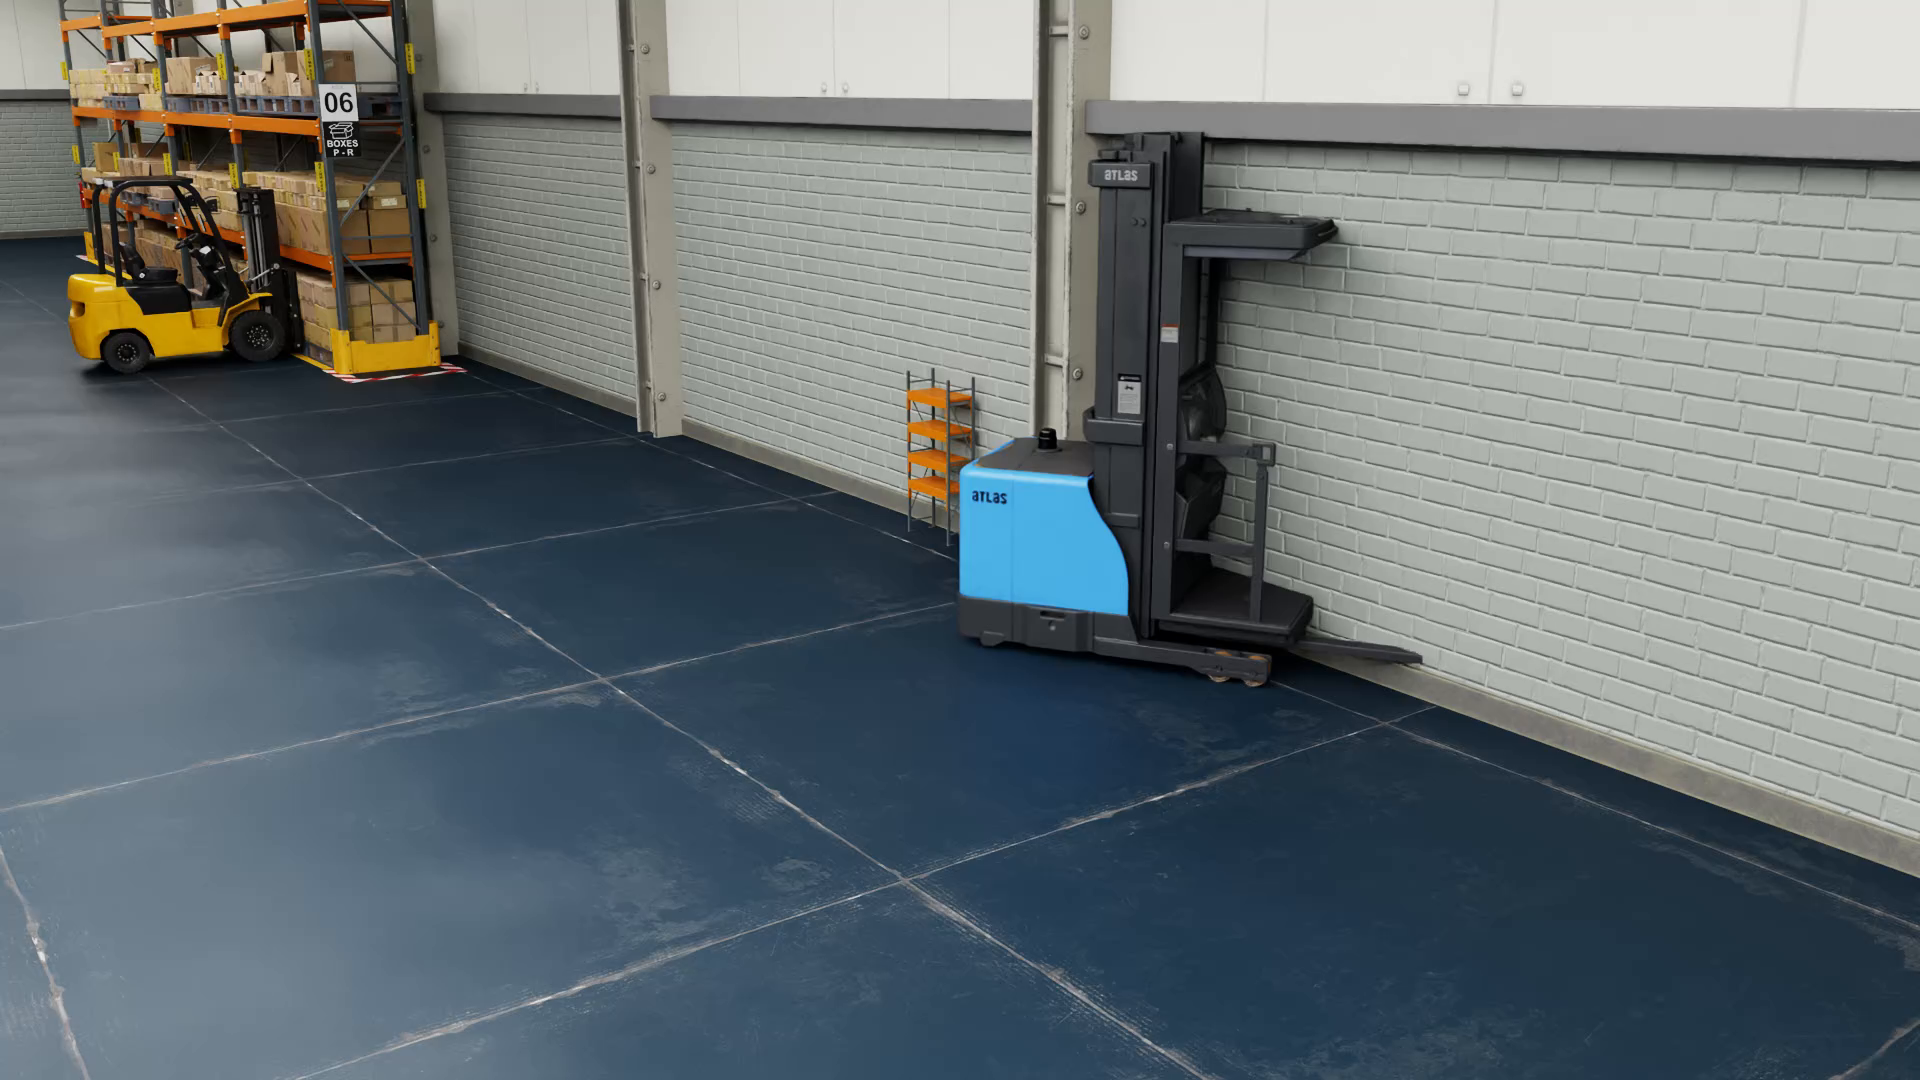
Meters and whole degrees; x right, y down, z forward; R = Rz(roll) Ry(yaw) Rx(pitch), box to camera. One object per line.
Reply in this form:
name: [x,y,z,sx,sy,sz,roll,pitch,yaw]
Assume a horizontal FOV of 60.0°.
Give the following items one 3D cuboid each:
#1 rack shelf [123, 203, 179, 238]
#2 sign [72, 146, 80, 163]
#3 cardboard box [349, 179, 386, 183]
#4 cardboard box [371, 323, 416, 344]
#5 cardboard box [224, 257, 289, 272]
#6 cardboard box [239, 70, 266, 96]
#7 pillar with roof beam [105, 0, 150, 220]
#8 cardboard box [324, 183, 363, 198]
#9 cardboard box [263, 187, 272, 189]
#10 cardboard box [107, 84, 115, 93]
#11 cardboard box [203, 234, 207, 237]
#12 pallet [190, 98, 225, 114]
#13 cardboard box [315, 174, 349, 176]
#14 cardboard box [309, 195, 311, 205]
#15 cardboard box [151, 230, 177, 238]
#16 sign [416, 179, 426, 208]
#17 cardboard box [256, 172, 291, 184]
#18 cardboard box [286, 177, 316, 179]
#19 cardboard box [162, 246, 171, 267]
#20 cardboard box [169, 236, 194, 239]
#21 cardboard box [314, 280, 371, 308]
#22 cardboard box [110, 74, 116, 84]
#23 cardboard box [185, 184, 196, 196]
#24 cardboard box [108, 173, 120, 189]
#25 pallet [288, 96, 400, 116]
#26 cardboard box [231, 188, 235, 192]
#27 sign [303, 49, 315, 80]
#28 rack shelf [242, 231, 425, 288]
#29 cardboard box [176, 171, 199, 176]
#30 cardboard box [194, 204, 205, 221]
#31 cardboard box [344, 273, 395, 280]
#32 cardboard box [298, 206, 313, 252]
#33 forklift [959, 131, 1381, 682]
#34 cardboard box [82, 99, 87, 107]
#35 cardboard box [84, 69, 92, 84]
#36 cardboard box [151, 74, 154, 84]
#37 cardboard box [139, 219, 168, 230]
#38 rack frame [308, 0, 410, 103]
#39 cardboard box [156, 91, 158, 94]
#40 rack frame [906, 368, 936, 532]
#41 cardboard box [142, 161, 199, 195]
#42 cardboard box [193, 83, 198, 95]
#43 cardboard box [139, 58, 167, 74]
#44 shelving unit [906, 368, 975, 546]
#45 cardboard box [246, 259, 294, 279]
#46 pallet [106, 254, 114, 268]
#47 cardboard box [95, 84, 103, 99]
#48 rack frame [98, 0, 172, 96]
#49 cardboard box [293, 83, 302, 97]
rack shelf: [-12.566,-5.250,26.937,1.077,0.370,4.000,-11,19,-35]
sign: [-16.533,-7.211,31.101,0.100,0.325,0.005,-11,19,-35]
cardboard box: [-7.005,-4.186,19.706,0.380,0.149,0.250,-10,18,-33]
cardboard box: [-6.817,-2.473,19.841,0.500,0.250,0.500,-11,19,-34]
cardboard box: [-9.805,-3.649,23.429,0.875,0.625,0.625,-11,19,-35]
cardboard box: [-8.747,-5.754,20.920,0.500,0.311,0.500,-10,18,-33]
pillar with roof beam: [-20.433,-9.819,30.904,9.100,9.000,0.400,-11,19,-35]
cardboard box: [-7.068,-4.009,19.062,0.380,0.149,0.250,-11,19,-34]
cardboard box: [-8.497,-4.341,20.835,0.380,0.149,0.250,-11,19,-35]
cardboard box: [-13.764,-7.414,27.290,0.380,0.149,0.250,-11,19,-34]
cardboard box: [-12.068,-4.861,26.866,0.380,0.149,0.250,-11,19,-36]
pallet: [-10.259,-6.156,23.561,1.003,0.211,1.213,-10,18,-32]
cardboard box: [-7.880,-4.520,20.927,0.380,0.149,0.250,-11,19,-35]
cardboard box: [-7.395,-3.968,19.472,0.380,0.149,0.250,-10,18,-34]
cardboard box: [-13.189,-5.059,27.588,0.380,0.149,0.250,-11,19,-35]
sign: [-6.234,-4.002,19.225,0.100,0.325,0.005,-11,19,-35]
cardboard box: [-8.850,-4.667,21.463,0.380,0.149,0.250,-11,19,-34]
cardboard box: [-7.974,-4.336,20.255,0.380,0.149,0.250,-11,19,-34]
cardboard box: [-12.409,-4.443,26.567,0.500,0.500,0.500,-10,18,-32]
cardboard box: [-12.309,-4.725,26.370,0.380,0.149,0.250,-10,18,-33]
cardboard box: [-7.210,-2.870,19.398,0.500,0.250,0.500,-10,18,-33]
cardboard box: [-13.592,-7.505,27.060,0.380,0.149,0.250,-11,19,-36]
cardboard box: [-11.034,-5.098,24.359,0.500,0.250,0.500,-10,18,-33]
cardboard box: [-14.546,-6.270,29.024,0.500,0.250,0.500,-11,19,-34]
pallet: [-7.082,-5.020,19.222,1.003,0.211,1.213,-11,19,-35]
cardboard box: [-9.586,-4.767,22.393,0.380,0.149,0.250,-11,19,-35]
sign: [-7.134,-5.216,18.241,0.100,0.325,0.005,-11,19,-35]
rack shelf: [-7.863,-3.541,20.695,1.077,0.370,4.000,-11,19,-35]
cardboard box: [-11.441,-5.417,24.767,0.380,0.149,0.250,-10,18,-33]
cardboard box: [-10.727,-4.747,24.023,0.500,0.250,0.500,-12,19,-36]
cardboard box: [-7.113,-3.058,20.085,0.500,0.250,0.500,-11,19,-34]
cardboard box: [-7.486,-3.686,19.672,0.500,0.500,0.500,-10,18,-33]
forklift: [1.572,-0.784,9.388,3.031,2.935,1.130,4,16,16]
cardboard box: [-15.559,-7.866,29.927,0.380,0.149,0.250,-11,19,-35]
cardboard box: [-15.138,-8.179,29.369,0.500,0.250,0.500,-10,18,-33]
cardboard box: [-12.098,-7.029,25.357,0.380,0.149,0.250,-12,19,-36]
cardboard box: [-13.555,-5.311,27.945,0.380,0.149,0.250,-12,19,-37]
rack frame: [-6.687,-6.355,18.248,1.000,3.000,0.127,-11,19,-35]
cardboard box: [-12.064,-6.893,25.425,0.380,0.149,0.250,-10,18,-33]
rack frame: [-0.284,-0.658,12.205,0.240,1.200,0.015,-11,19,-35]
cardboard box: [-12.500,-5.742,26.381,0.797,0.503,0.637,-11,19,-36]
cardboard box: [-10.384,-6.244,23.017,0.380,0.149,0.250,-11,19,-35]
cardboard box: [-13.325,-7.837,27.489,0.396,0.266,0.258,-11,19,-35]
shelving unit: [-0.139,-0.606,12.016,0.258,1.200,0.503,-11,19,-35]
cardboard box: [-9.008,-3.522,21.781,0.500,0.250,0.500,-11,19,-35]
pallet: [-14.867,-5.086,30.259,1.003,0.211,1.213,-11,19,-35]
cardboard box: [-14.543,-7.715,28.621,0.500,0.250,0.500,-12,19,-36]
rack frame: [-13.742,-8.917,27.610,1.000,3.000,0.127,-11,19,-35]
cardboard box: [-7.420,-5.167,19.083,0.380,0.149,0.250,-12,19,-36]
